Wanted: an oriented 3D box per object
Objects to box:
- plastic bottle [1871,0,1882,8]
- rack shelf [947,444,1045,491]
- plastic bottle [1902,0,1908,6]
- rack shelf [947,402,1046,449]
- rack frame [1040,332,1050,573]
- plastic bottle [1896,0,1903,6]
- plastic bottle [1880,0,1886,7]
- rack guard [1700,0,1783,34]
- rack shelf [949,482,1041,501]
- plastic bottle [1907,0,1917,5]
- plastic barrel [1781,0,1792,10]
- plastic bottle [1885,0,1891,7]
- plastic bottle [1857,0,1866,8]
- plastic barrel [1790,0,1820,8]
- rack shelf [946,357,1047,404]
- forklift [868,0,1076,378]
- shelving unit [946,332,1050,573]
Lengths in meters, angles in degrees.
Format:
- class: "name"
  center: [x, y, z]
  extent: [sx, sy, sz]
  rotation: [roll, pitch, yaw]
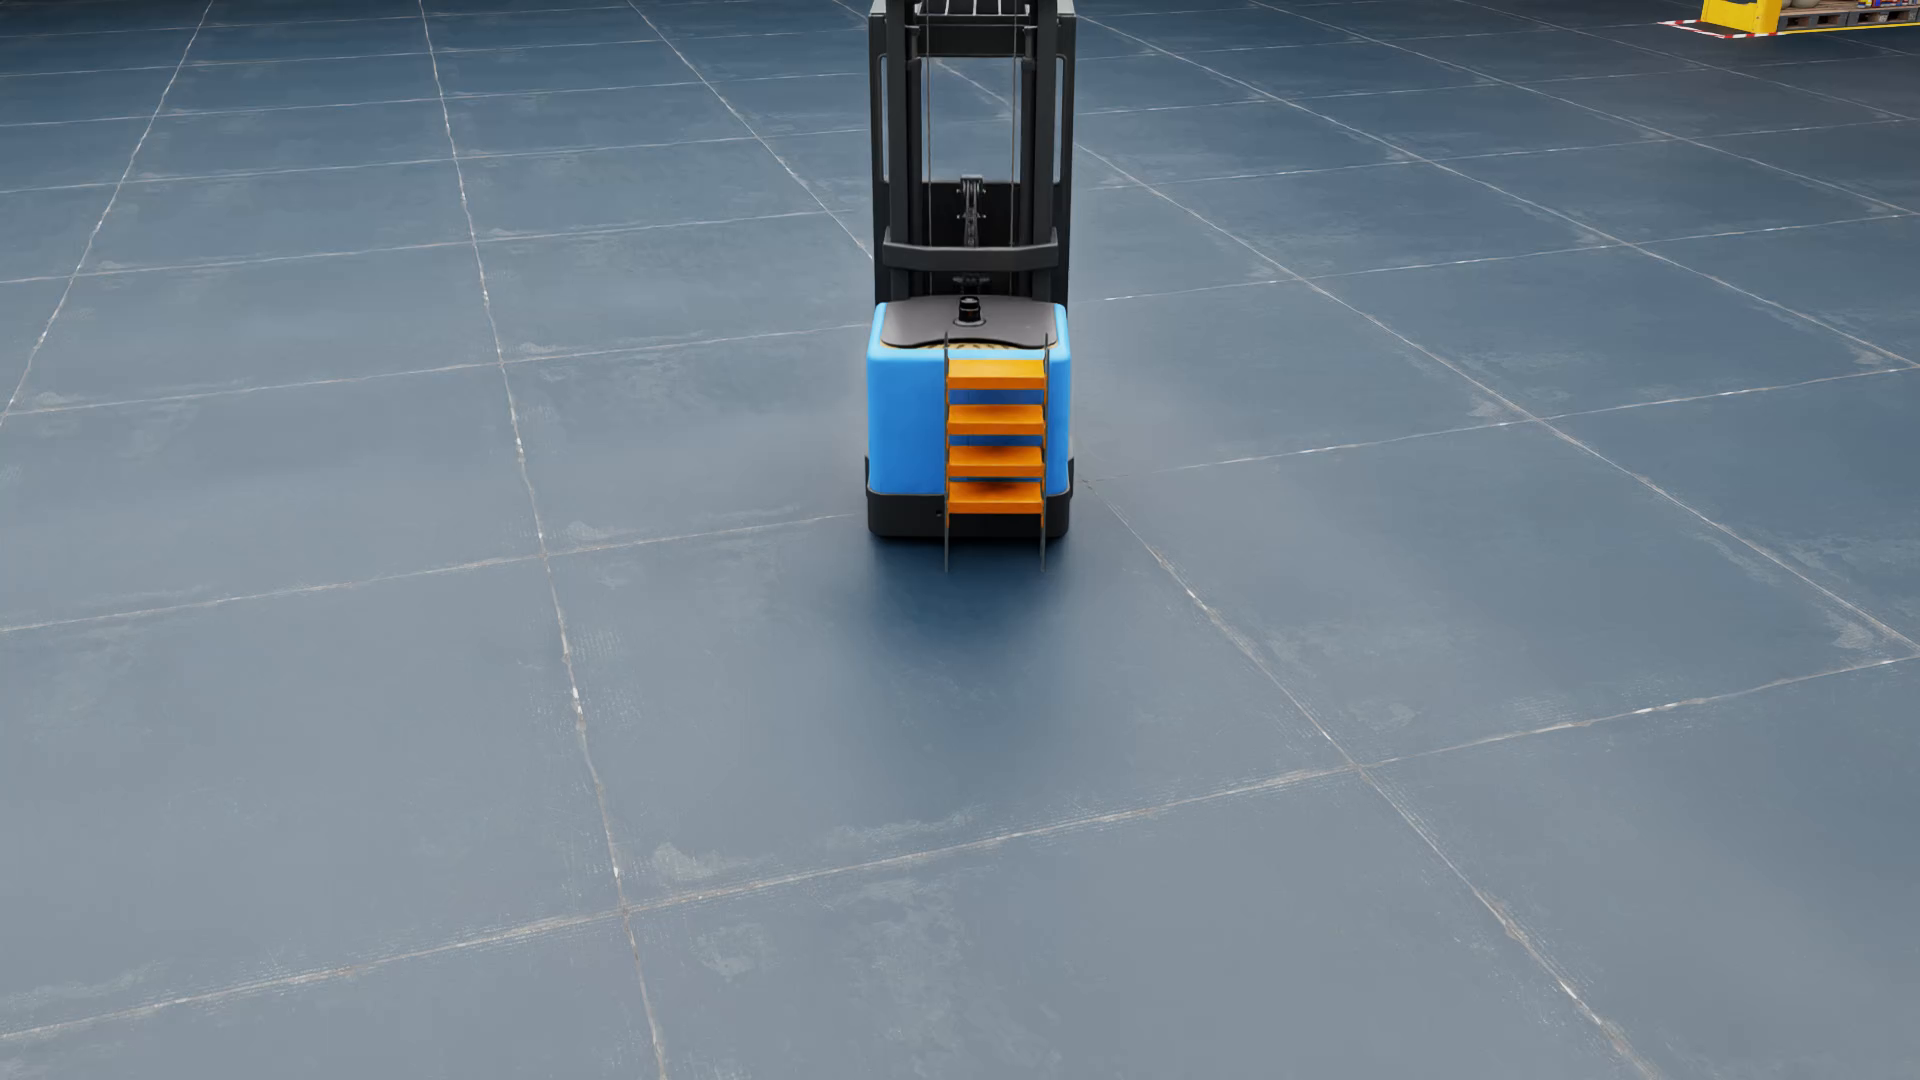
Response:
- class: "plastic bottle"
  center: [12.815, -7.591, 23.227]
  extent: [0.133, 0.283, 0.061]
  rotation: [-8, 27, -15]
- class: "rack shelf"
  center: [0.176, -0.363, 8.283]
  extent: [0.480, 0.148, 0.258]
  rotation: [0, 26, 0]
- class: "plastic bottle"
  center: [13.304, -7.633, 23.405]
  extent: [0.097, 0.201, 0.097]
  rotation: [0, 26, 0]
- class: "rack shelf"
  center: [0.176, -0.563, 8.184]
  extent: [0.480, 0.148, 0.258]
  rotation: [0, 26, 0]
- class: "rack frame"
  center: [0.420, -0.422, 8.251]
  extent: [0.015, 1.200, 0.240]
  rotation: [0, 26, 0]
- class: "plastic bottle"
  center: [13.207, -7.651, 23.361]
  extent: [0.097, 0.271, 0.097]
  rotation: [0, 26, 0]
- class: "plastic bottle"
  center: [12.920, -7.609, 23.277]
  extent: [0.097, 0.271, 0.097]
  rotation: [0, 26, 0]
- class: "rack guard"
  center: [10.831, -7.380, 23.053]
  extent: [0.348, 0.500, 1.175]
  rotation: [-8, 28, -16]
- class: "rack shelf"
  center: [0.176, -0.233, 8.348]
  extent: [0.457, 0.021, 0.221]
  rotation: [0, 26, 0]
- class: "plastic bottle"
  center: [13.408, -7.695, 23.444]
  extent: [0.135, 0.276, 0.152]
  rotation: [-8, 27, -15]
- class: "plastic barrel"
  center: [11.375, -7.666, 23.143]
  extent: [0.421, 0.512, 0.421]
  rotation: [0, 26, 0]
- class: "plastic bottle"
  center: [13.015, -7.623, 23.305]
  extent: [0.097, 0.271, 0.097]
  rotation: [0, 26, 0]
- class: "plastic bottle"
  center: [12.594, -7.562, 23.182]
  extent: [0.097, 0.271, 0.097]
  rotation: [0, 26, 0]
- class: "plastic barrel"
  center: [11.852, -7.735, 23.282]
  extent: [0.421, 0.512, 0.421]
  rotation: [0, 26, 0]
- class: "rack shelf"
  center: [0.176, -0.775, 8.078]
  extent: [0.480, 0.148, 0.258]
  rotation: [0, 26, 0]
- class: "forklift"
  center: [0.073, -1.937, 9.356]
  extent: [1.121, 2.935, 3.031]
  rotation: [0, 26, 1]
- class: "shelving unit"
  center: [0.178, -0.423, 8.253]
  extent: [0.499, 1.200, 0.258]
  rotation: [0, 26, 0]
